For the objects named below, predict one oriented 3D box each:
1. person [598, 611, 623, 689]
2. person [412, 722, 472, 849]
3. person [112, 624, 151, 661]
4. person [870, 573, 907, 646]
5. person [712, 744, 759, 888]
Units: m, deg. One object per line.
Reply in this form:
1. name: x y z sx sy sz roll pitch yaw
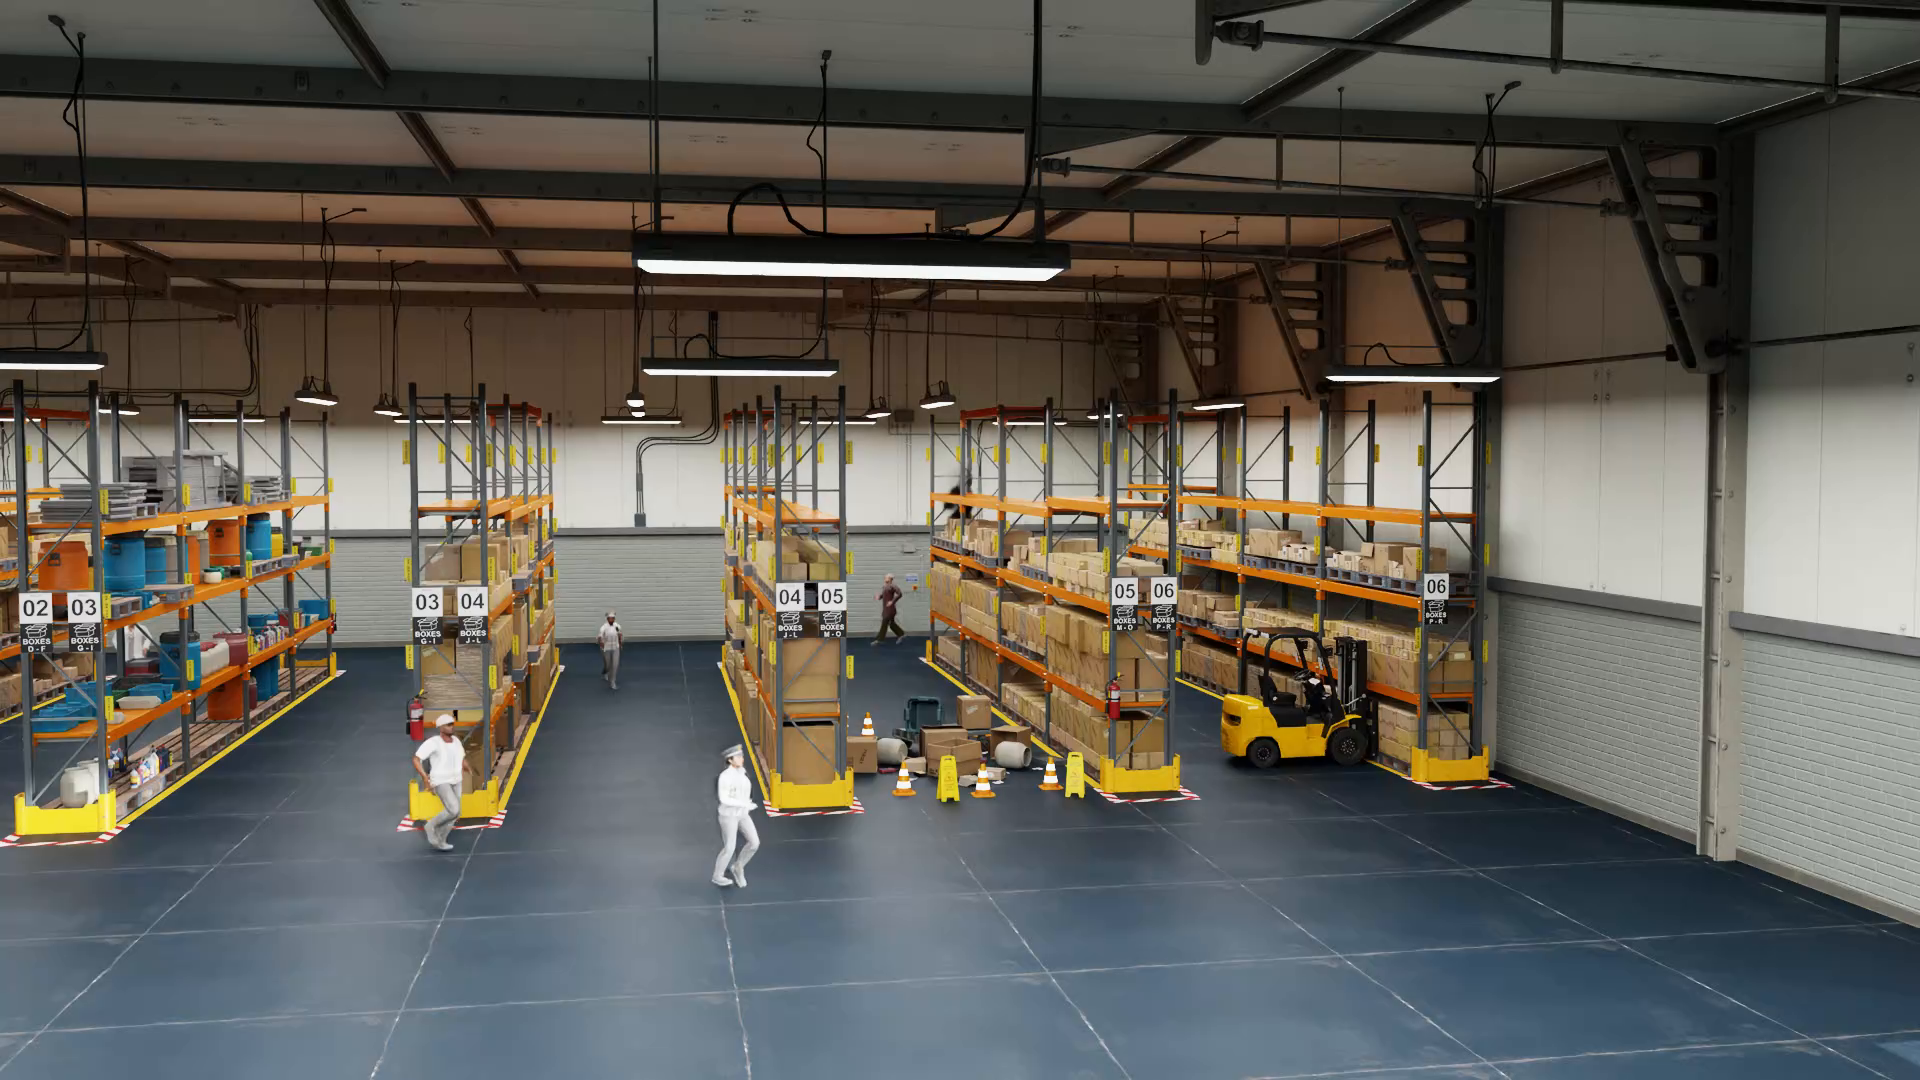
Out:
1. person: -7.565 2.360 35.990 0.565 1.669 0.761 -1 3 -23
2. person: -6.473 3.090 21.052 0.581 1.684 0.696 2 3 28
3. person: -17.031 2.395 34.167 0.708 1.766 0.702 -1 3 -20
4. person: -1.768 1.733 41.498 0.965 1.802 0.678 -1 3 -15
5. person: -2.561 3.196 19.186 0.660 1.708 0.643 2 3 30
